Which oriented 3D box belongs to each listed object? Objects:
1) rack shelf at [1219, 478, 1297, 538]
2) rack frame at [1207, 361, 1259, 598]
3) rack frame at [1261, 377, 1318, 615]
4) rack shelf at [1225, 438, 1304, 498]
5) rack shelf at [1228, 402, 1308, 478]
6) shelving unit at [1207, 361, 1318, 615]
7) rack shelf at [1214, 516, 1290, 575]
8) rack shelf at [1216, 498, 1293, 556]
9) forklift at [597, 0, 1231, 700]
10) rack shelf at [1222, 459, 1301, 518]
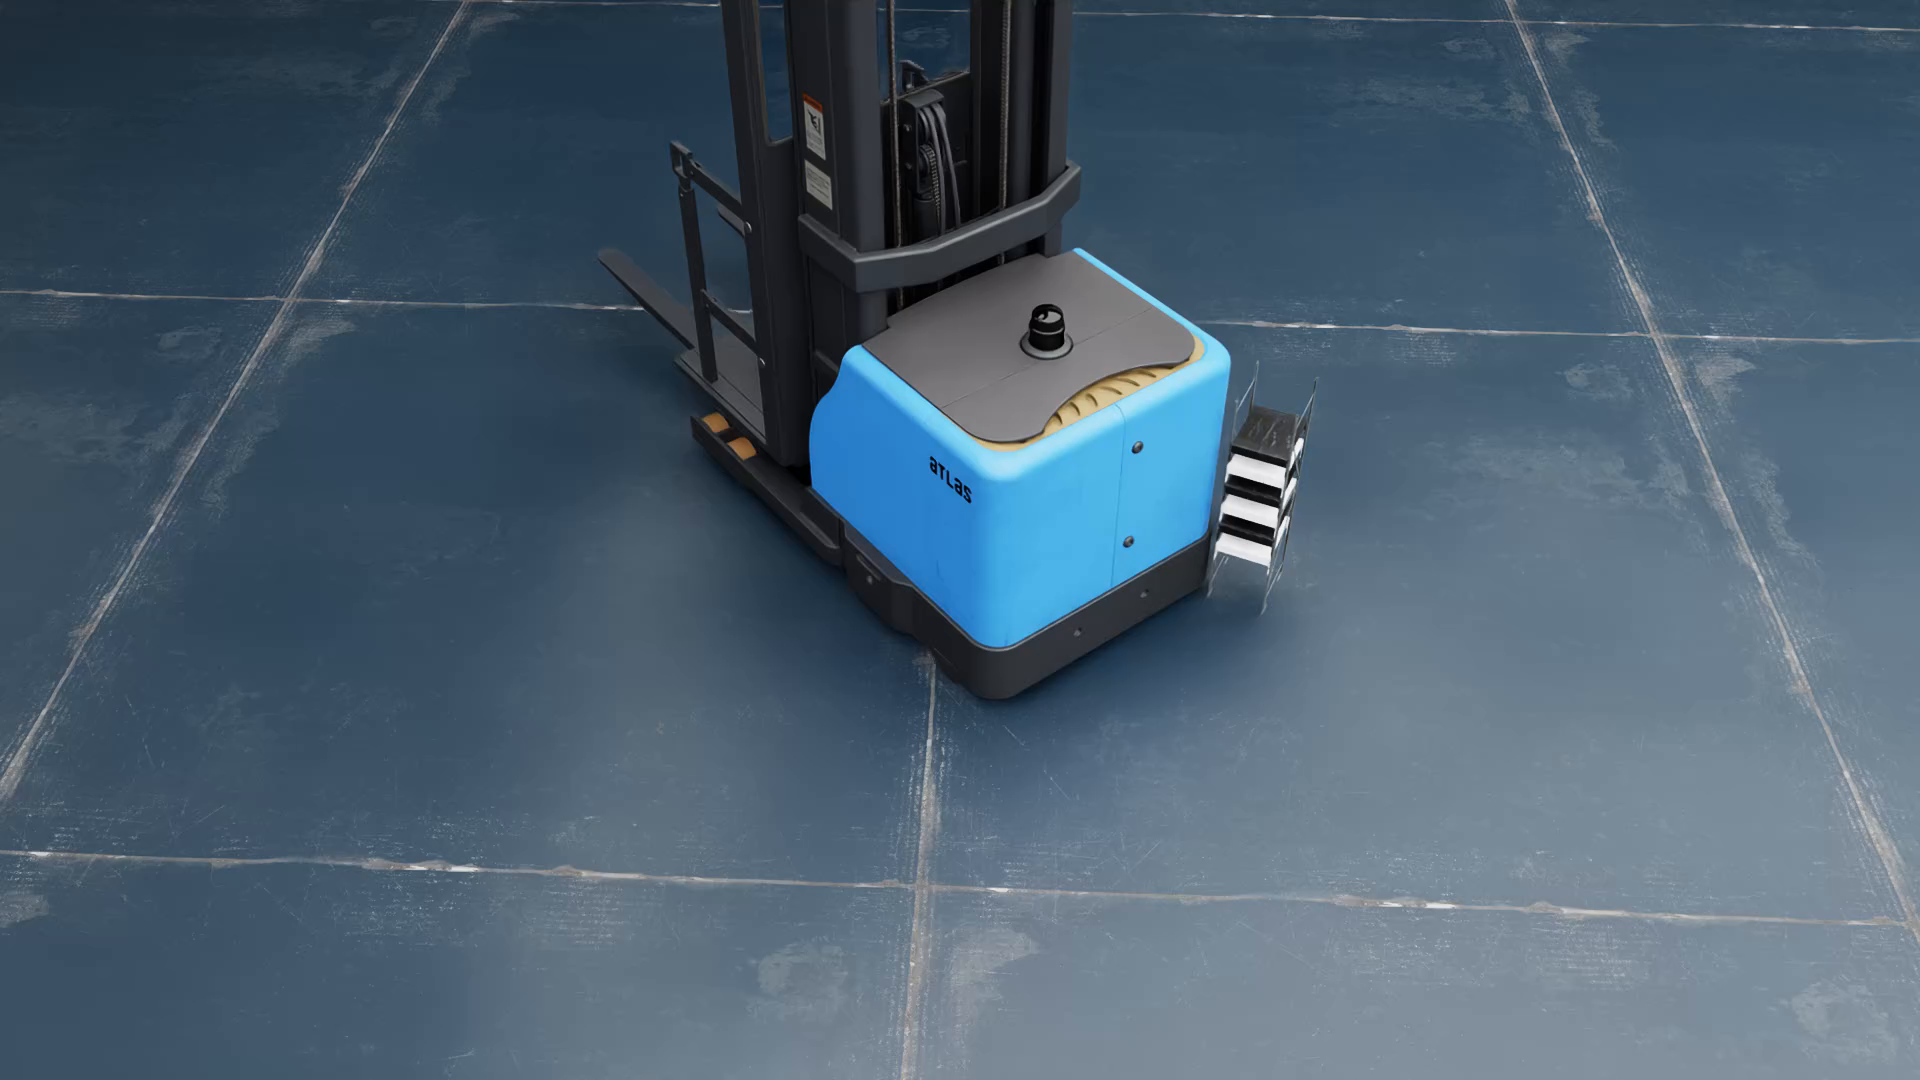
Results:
[{"bbox_3d":[1.041,-0.141,5.790,0.200,0.077,0.258,18,46,18],"label":"rack shelf"},{"bbox_3d":[0.949,-0.195,5.799,0.006,0.900,0.240,18,46,18],"label":"rack frame"},{"bbox_3d":[1.133,-0.136,5.736,0.006,0.900,0.240,18,46,18],"label":"rack frame"},{"bbox_3d":[1.041,-0.273,5.668,0.200,0.077,0.258,18,46,18],"label":"rack shelf"},{"bbox_3d":[1.041,-0.339,5.606,0.200,0.077,0.258,18,46,18],"label":"rack shelf"},{"bbox_3d":[1.041,-0.166,5.768,0.210,0.900,0.258,18,46,18],"label":"shelving unit"},{"bbox_3d":[1.041,-0.010,5.913,0.200,0.077,0.258,18,46,18],"label":"rack shelf"},{"bbox_3d":[1.041,-0.076,5.852,0.200,0.077,0.258,18,46,18],"label":"rack shelf"},{"bbox_3d":[-0.404,-1.491,5.700,1.130,2.935,3.031,-28,50,-26],"label":"forklift"},{"bbox_3d":[1.041,-0.207,5.729,0.200,0.077,0.258,18,46,18],"label":"rack shelf"}]
